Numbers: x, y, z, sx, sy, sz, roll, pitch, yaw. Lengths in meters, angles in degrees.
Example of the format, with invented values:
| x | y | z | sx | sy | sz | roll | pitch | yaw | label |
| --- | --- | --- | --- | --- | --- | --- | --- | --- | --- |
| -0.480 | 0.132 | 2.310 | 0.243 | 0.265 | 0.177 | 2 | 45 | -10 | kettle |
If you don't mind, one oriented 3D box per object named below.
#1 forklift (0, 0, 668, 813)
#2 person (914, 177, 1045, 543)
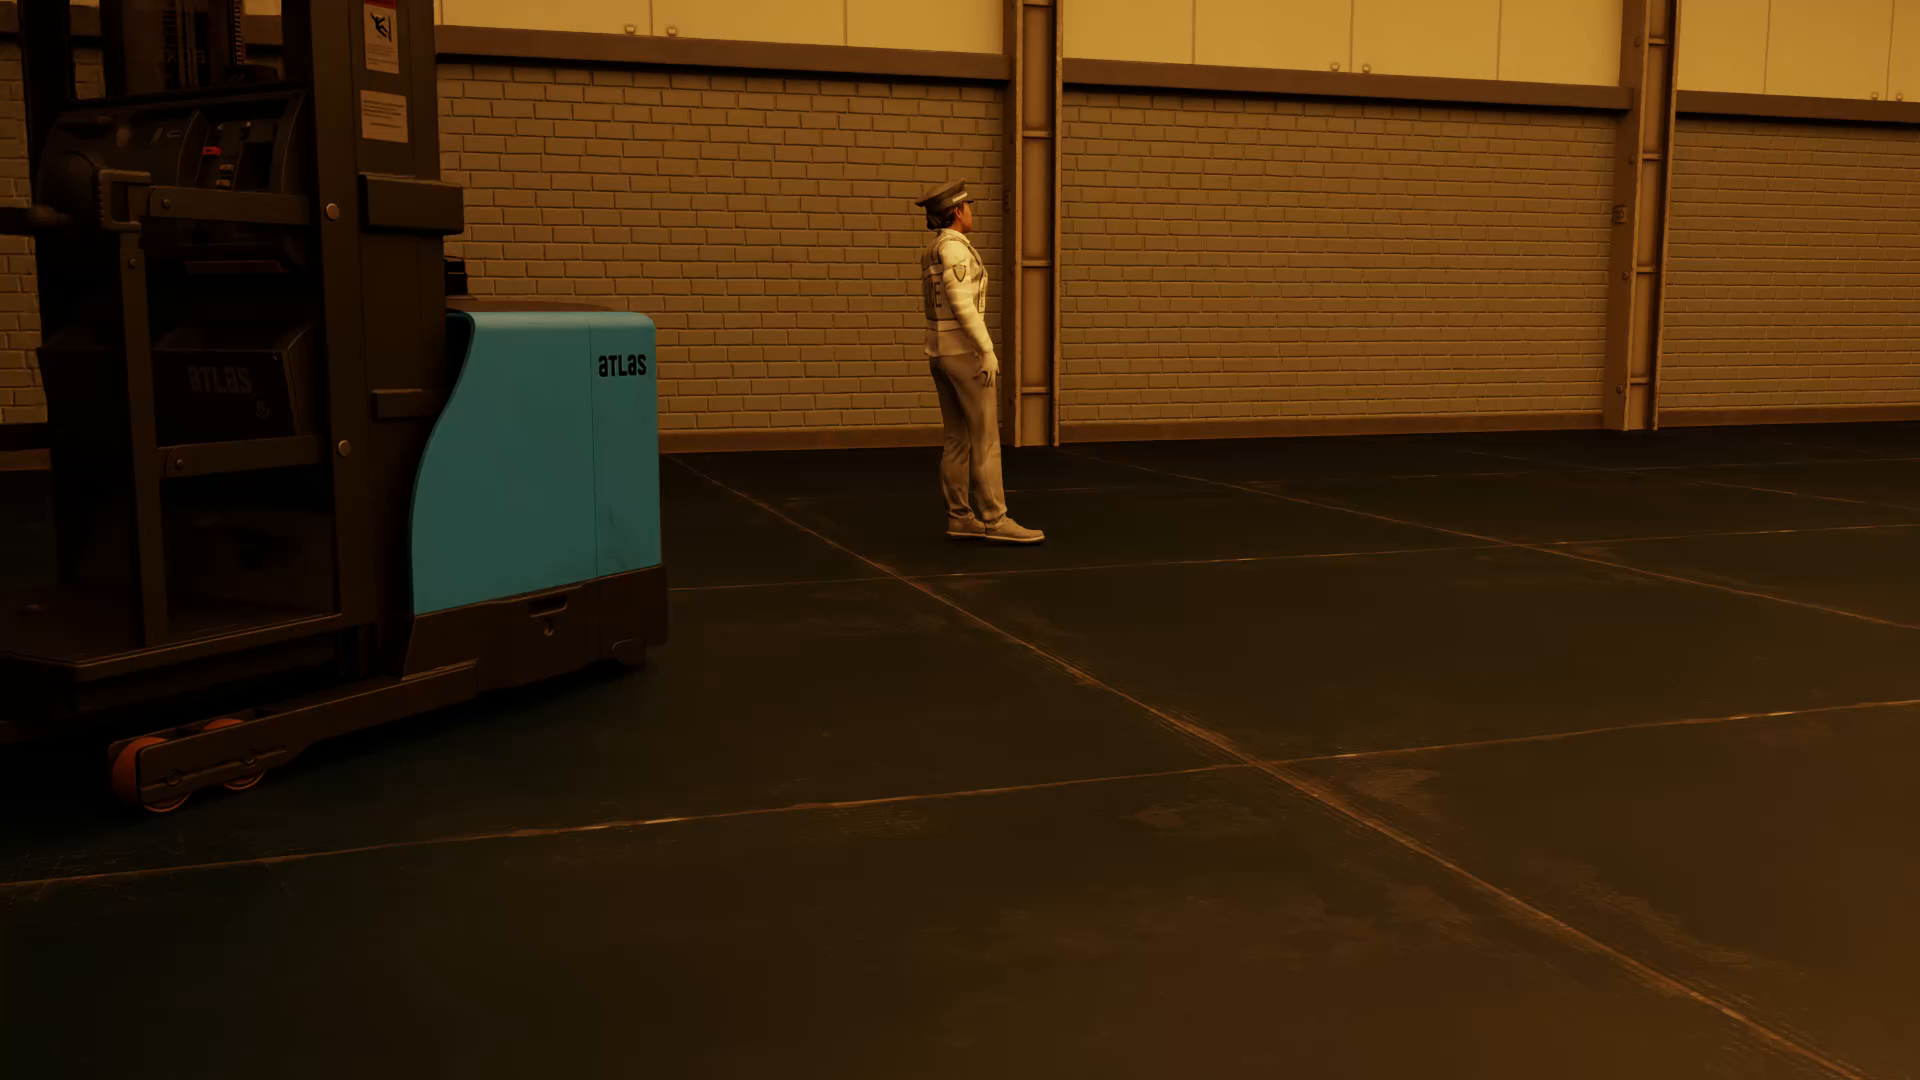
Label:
| x | y | z | sx | sy | sz | roll | pitch | yaw | label |
| --- | --- | --- | --- | --- | --- | --- | --- | --- | --- |
| -2.045 | -0.931 | 3.894 | 1.130 | 2.935 | 3.031 | 4 | 9 | 28 | forklift |
| 0.067 | -0.849 | 7.824 | 0.531 | 1.695 | 0.587 | -3 | 8 | -18 | person |
